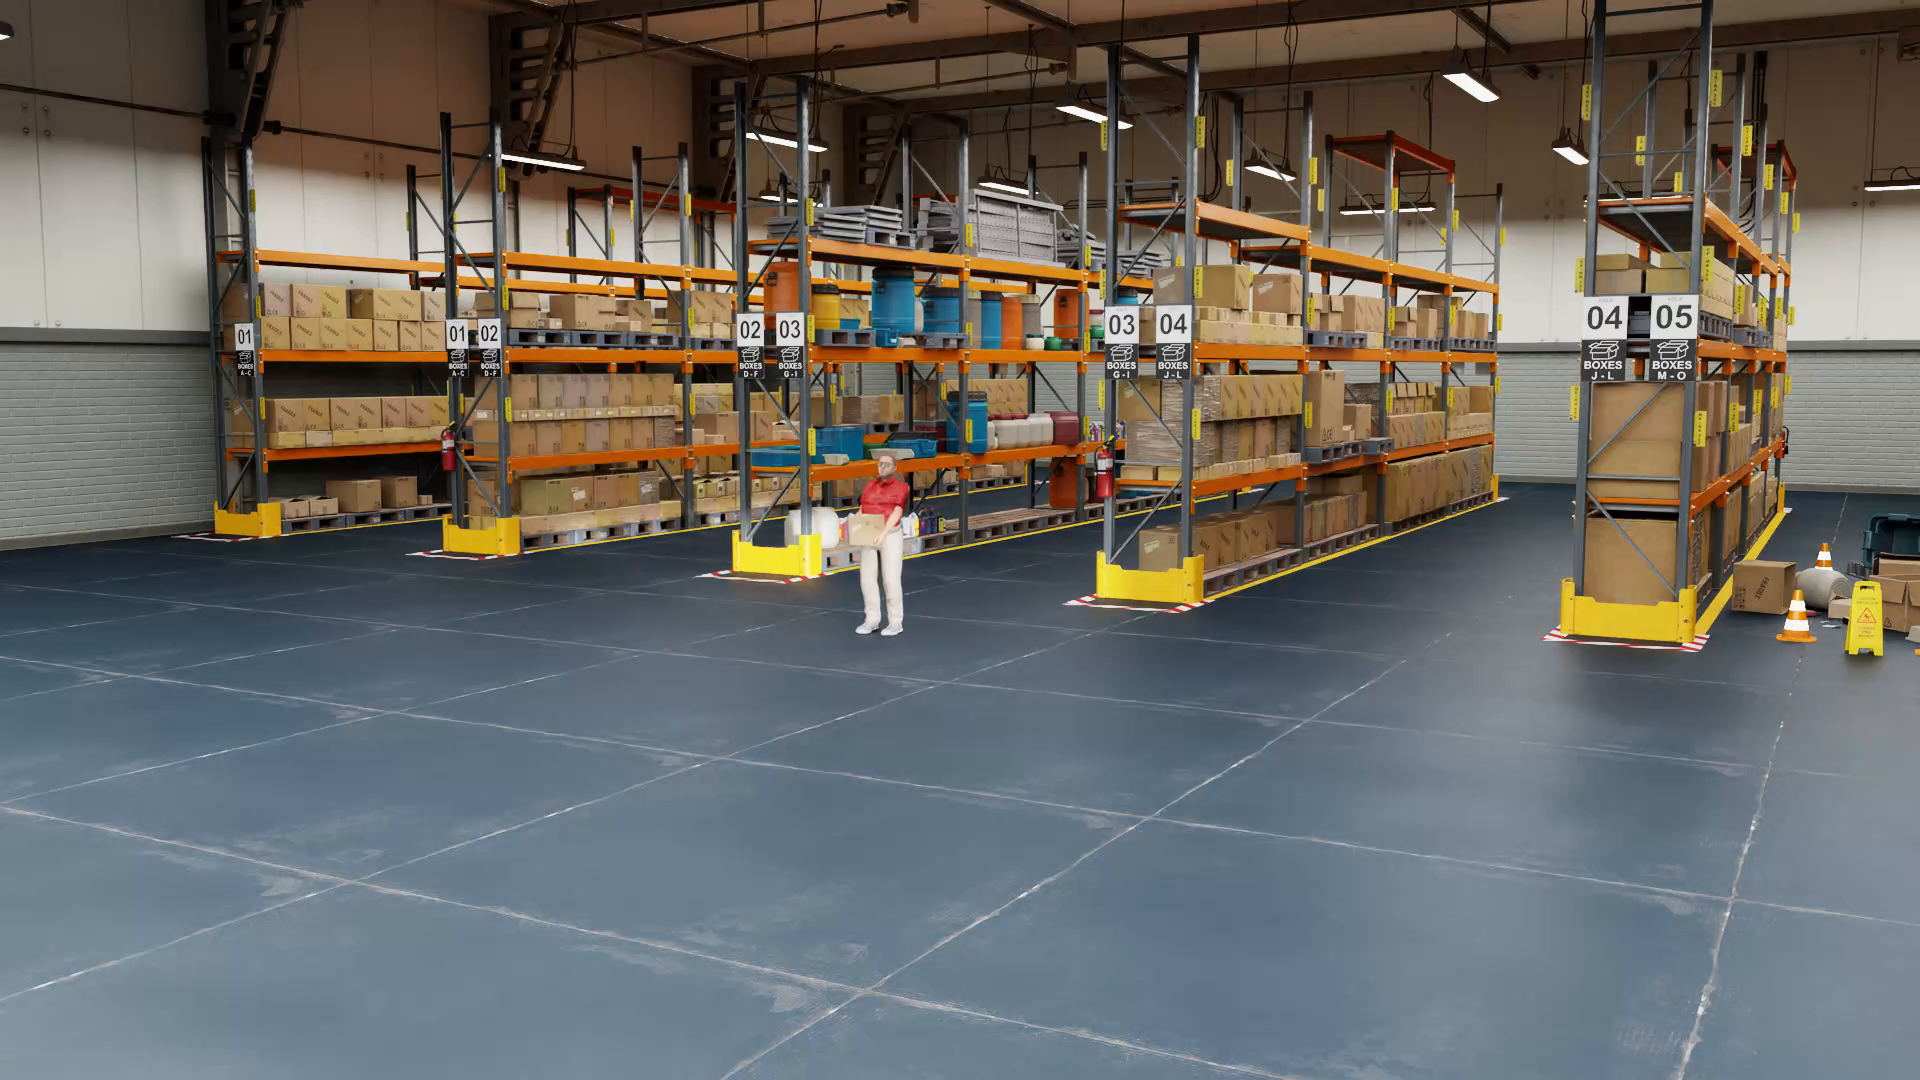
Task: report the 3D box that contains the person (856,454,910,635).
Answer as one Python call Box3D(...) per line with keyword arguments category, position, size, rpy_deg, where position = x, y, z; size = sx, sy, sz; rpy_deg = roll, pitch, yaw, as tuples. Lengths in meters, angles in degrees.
Box3D(category="person", position=(-0.774, 0.044, 15.834), size=(0.493, 1.712, 0.530), rpy_deg=(3, 7, 29))
